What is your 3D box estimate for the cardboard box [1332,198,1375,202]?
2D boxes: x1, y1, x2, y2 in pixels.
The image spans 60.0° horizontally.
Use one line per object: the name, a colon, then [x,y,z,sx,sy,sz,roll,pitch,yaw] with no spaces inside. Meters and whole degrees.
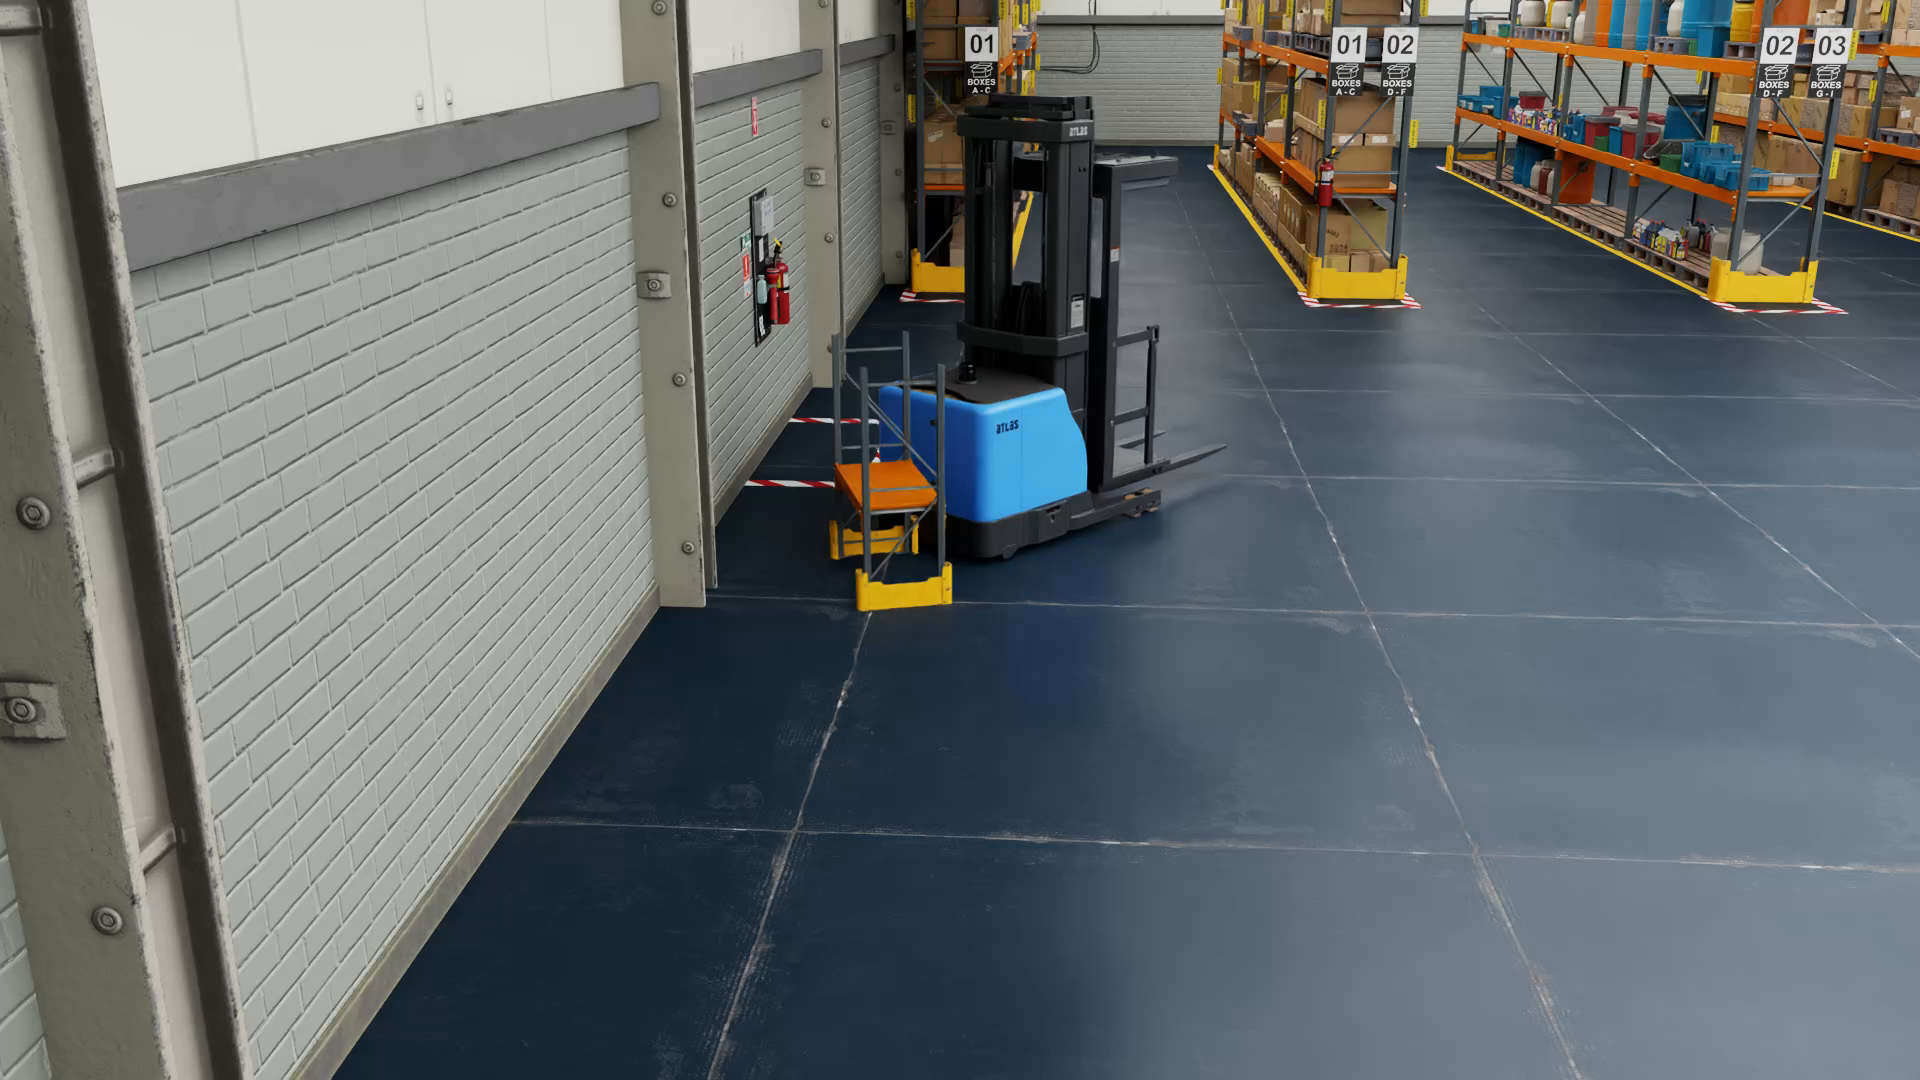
cardboard box: [5.279,-4.337,22.379,0.500,0.500,0.500,1,18,4]

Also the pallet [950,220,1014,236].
pallet: [0.308,-4.729,25.516,1.003,0.211,1.213,1,18,4]

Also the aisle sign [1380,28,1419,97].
aisle sign: [5.209,-5.669,19.731,0.394,0.787,0.004,1,18,4]

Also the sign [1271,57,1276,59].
sign: [6.608,-10.112,35.098,0.100,0.325,0.005,1,18,4]

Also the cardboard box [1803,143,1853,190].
cardboard box: [15.504,-6.403,28.886,1.225,0.875,0.875,1,18,4]

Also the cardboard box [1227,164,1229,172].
cardboard box: [5.494,-7.343,32.887,0.380,0.149,0.250,1,18,4]

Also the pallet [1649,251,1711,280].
pallet: [9.961,-3.678,22.310,1.003,0.211,1.213,1,18,4]

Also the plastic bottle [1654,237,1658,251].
plastic bottle: [9.607,-4.083,22.854,0.097,0.201,0.097,0,18,0]

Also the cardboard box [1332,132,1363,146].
cardboard box: [4.746,-4.939,20.477,0.380,0.149,0.250,1,18,3]

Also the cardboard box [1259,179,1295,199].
cardboard box: [5.083,-5.627,26.619,0.500,0.311,0.500,1,18,2]

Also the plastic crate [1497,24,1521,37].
plastic crate: [10.456,-9.712,31.695,0.416,0.233,0.300,1,18,4]

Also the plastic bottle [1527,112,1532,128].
plastic bottle: [10.177,-7.484,29.654,0.097,0.271,0.097,0,18,0]

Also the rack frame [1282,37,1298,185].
rack frame: [5.195,-5.703,24.010,1.000,3.000,0.127,1,18,4]

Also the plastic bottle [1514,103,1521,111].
plastic bottle: [10.358,-7.938,30.910,0.144,0.351,0.185,1,18,4]

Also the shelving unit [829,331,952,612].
shelving unit: [-0.458,-0.459,10.416,0.587,1.500,1.083,-4,19,-13]

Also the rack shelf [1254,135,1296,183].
rack shelf: [5.339,-5.982,26.018,1.077,0.370,4.000,1,18,4]

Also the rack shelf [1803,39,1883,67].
rack shelf: [15.506,-8.428,28.664,1.077,0.370,4.000,1,18,4]

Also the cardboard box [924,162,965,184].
cardboard box: [-0.193,-4.658,21.029,0.500,0.250,0.500,2,18,5]

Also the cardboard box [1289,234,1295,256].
cardboard box: [4.748,-3.993,22.533,0.500,0.250,0.500,1,18,4]

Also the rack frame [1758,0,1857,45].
rack frame: [9.849,-7.200,18.944,1.000,3.000,0.127,1,18,4]

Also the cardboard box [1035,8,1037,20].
cardboard box: [1.327,-10.907,34.481,0.500,0.250,0.500,2,18,6]

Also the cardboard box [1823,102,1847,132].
cardboard box: [15.226,-7.245,28.557,0.500,0.500,0.500,1,18,2]

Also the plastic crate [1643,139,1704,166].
plastic crate: [9.971,-5.402,23.191,0.767,0.338,0.504,1,18,4]

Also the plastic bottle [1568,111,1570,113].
plastic bottle: [10.931,-7.575,29.924,0.152,0.276,0.135,1,18,4]

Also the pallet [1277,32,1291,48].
pallet: [5.445,-7.721,25.654,1.003,0.211,1.213,2,18,6]

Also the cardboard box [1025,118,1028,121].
cardboard box: [1.067,-7.834,30.885,0.380,0.149,0.250,1,18,4]

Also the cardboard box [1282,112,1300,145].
cardboard box: [5.378,-6.471,26.194,0.500,0.500,0.500,0,18,1]

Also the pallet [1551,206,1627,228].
pallet: [10.328,-5.269,27.163,1.003,0.211,1.213,1,18,4]

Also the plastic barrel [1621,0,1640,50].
plastic barrel: [10.002,-7.621,24.241,0.600,0.901,0.600,0,18,0]

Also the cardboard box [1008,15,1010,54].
cardboard box: [0.414,-6.803,22.357,0.500,0.500,0.500,1,18,2]

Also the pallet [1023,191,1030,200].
pallet: [0.763,-6.351,30.465,1.003,0.211,1.213,1,18,4]

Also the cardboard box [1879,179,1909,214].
cardboard box: [15.335,-5.536,26.807,0.700,0.500,0.500,0,18,1]

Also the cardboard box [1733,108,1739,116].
cardboard box: [15.456,-8.426,32.724,0.380,0.149,0.250,2,18,5]

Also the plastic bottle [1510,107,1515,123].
plastic bottle: [10.248,-7.875,30.825,0.061,0.283,0.133,1,18,4]

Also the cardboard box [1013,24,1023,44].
cardboard box: [0.759,-8.218,26.978,0.500,0.311,0.500,1,18,4]

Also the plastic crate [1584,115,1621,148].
plastic crate: [10.001,-6.369,25.940,0.402,0.464,0.583,1,18,4]

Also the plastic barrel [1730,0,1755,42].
plastic barrel: [9.804,-6.420,20.405,0.600,0.588,0.600,0,18,0]

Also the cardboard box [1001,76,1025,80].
cardboard box: [0.868,-7.912,28.876,0.500,0.250,0.500,1,18,3]

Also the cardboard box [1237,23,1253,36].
cardboard box: [5.538,-9.699,31.628,0.500,0.250,0.500,1,18,4]

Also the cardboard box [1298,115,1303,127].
cardboard box: [4.965,-5.902,23.414,0.380,0.149,0.250,2,18,5]

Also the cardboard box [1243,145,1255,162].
cardboard box: [5.384,-6.954,29.932,0.500,0.250,0.500,1,18,3]

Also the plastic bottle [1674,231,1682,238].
plastic bottle: [9.769,-4.078,22.720,0.152,0.276,0.135,1,18,4]

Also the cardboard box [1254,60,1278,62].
cardboard box: [6.230,-9.490,33.802,0.500,0.500,0.500,2,18,5]

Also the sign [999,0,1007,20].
sign: [0.509,-6.399,19.913,0.100,0.325,0.005,1,18,4]

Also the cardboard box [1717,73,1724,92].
cardboard box: [15.597,-9.336,33.656,0.500,0.500,0.500,1,18,3]

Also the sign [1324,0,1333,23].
sign: [4.368,-6.286,19.676,0.100,0.325,0.005,1,18,4]

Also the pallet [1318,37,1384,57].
pallet: [4.985,-6.063,20.434,1.003,0.211,1.213,1,18,4]

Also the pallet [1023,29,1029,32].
pallet: [0.534,-8.591,28.312,1.213,0.211,1.003,2,18,6]

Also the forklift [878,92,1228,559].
forklift: [0.812,-1.649,11.748,1.130,2.935,3.031,16,24,41]

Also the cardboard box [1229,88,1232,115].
cardboard box: [5.619,-8.716,33.044,0.500,0.500,0.500,2,18,5]

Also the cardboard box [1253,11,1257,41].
cardboard box: [5.554,-8.874,28.711,0.910,0.500,0.500,1,18,4]

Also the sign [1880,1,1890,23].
sign: [14.810,-8.447,26.609,0.100,0.325,0.005,1,18,4]

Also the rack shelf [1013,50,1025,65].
rack shelf: [0.397,-7.517,25.885,1.077,0.370,4.000,1,18,4]

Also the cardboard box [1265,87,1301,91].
cardboard box: [5.671,-7.670,29.179,0.700,0.500,0.500,5,19,14]

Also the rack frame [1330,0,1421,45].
rack frame: [4.909,-7.311,19.285,1.000,3.000,0.127,1,18,4]

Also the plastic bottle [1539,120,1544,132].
plastic bottle: [10.118,-7.193,28.877,0.097,0.201,0.097,0,18,0]
